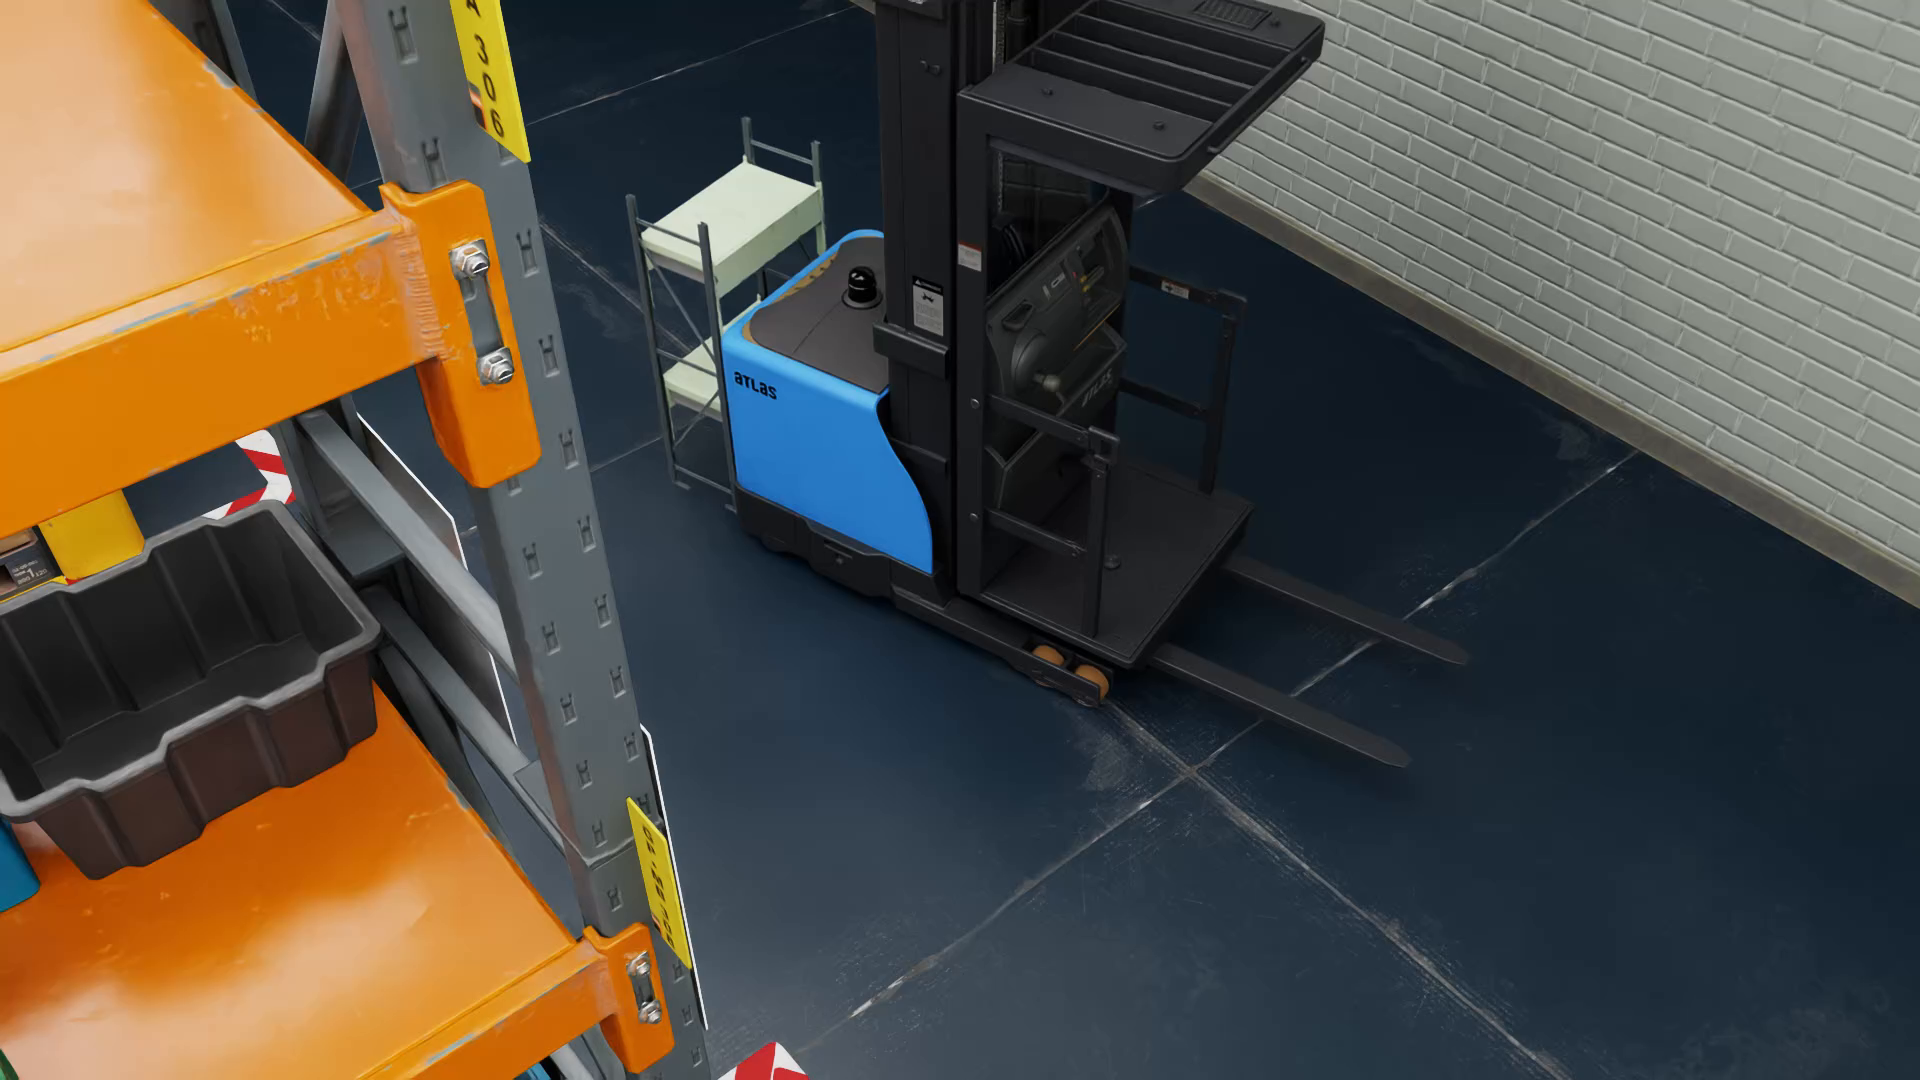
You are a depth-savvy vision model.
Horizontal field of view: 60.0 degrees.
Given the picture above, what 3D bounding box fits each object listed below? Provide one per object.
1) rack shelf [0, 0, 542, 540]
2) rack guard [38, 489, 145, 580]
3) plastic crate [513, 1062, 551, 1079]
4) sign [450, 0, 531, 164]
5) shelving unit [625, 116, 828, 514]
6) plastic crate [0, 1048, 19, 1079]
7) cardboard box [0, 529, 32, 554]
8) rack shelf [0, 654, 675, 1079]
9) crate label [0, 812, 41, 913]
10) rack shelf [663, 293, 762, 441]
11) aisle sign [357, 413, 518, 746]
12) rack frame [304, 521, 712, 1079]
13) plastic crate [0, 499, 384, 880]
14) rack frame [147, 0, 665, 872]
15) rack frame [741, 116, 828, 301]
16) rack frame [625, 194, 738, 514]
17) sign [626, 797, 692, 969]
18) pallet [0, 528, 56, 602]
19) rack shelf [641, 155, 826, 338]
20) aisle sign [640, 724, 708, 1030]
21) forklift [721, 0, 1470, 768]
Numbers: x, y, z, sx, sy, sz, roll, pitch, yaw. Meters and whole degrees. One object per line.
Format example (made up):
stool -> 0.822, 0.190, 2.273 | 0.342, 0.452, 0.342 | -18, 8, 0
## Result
rack shelf -> -2.342, 0.384, 1.139 | 4.000, 0.370, 1.077 | -30, 51, -28
rack guard -> -4.041, -0.374, 7.337 | 0.348, 0.500, 1.175 | -30, 51, -28
plastic crate -> -0.945, 1.495, 3.451 | 0.499, 0.435, 0.616 | -30, 51, -28
sign -> -0.443, -0.503, 1.502 | 0.005, 0.325, 0.100 | -30, 51, -28
shelving unit -> -0.946, -0.950, 7.219 | 0.431, 1.500, 0.755 | 24, 48, 23
plastic crate -> -1.381, 0.851, 2.170 | 0.336, 0.188, 0.450 | -30, 51, -28
cardboard box -> -4.242, -0.199, 6.830 | 0.500, 0.500, 0.500 | -30, 51, -28
rack shelf -> -2.342, 1.332, 2.029 | 4.000, 0.370, 1.077 | -30, 51, -28
crate label -> -1.723, 0.481, 2.518 | 0.502, 0.251, 0.408 | -30, 51, -28
rack shelf -> -0.946, -0.712, 7.442 | 0.431, 0.370, 0.720 | 24, 48, 23
aisle sign -> -0.943, 0.149, 3.055 | 0.004, 0.787, 0.394 | -30, 51, -28
rack frame -> -0.808, 1.284, 3.745 | 0.127, 3.000, 1.000 | -30, 51, -28
plastic crate -> -1.282, 0.261, 2.739 | 0.590, 0.269, 0.497 | -30, 51, -28
rack frame -> -0.808, -0.903, 1.691 | 0.127, 3.000, 1.000 | -30, 51, -28
rack frame -> -0.746, -1.160, 7.443 | 0.400, 1.500, 0.023 | 24, 48, 23
rack frame -> -1.145, -0.740, 6.996 | 0.400, 1.500, 0.023 | 24, 48, 23
sign -> -0.443, 0.511, 2.454 | 0.005, 0.325, 0.100 | -30, 51, -28
pallet -> -4.652, 0.082, 7.062 | 1.213, 0.211, 1.003 | -30, 51, -28
rack shelf -> -0.946, -1.235, 6.952 | 0.431, 0.370, 0.720 | 24, 48, 23
aisle sign -> -0.565, 0.459, 2.725 | 0.004, 0.787, 0.394 | -30, 51, -28
forklift -> 0.543, -0.827, 6.043 | 3.031, 2.935, 1.130 | 24, 48, 23
